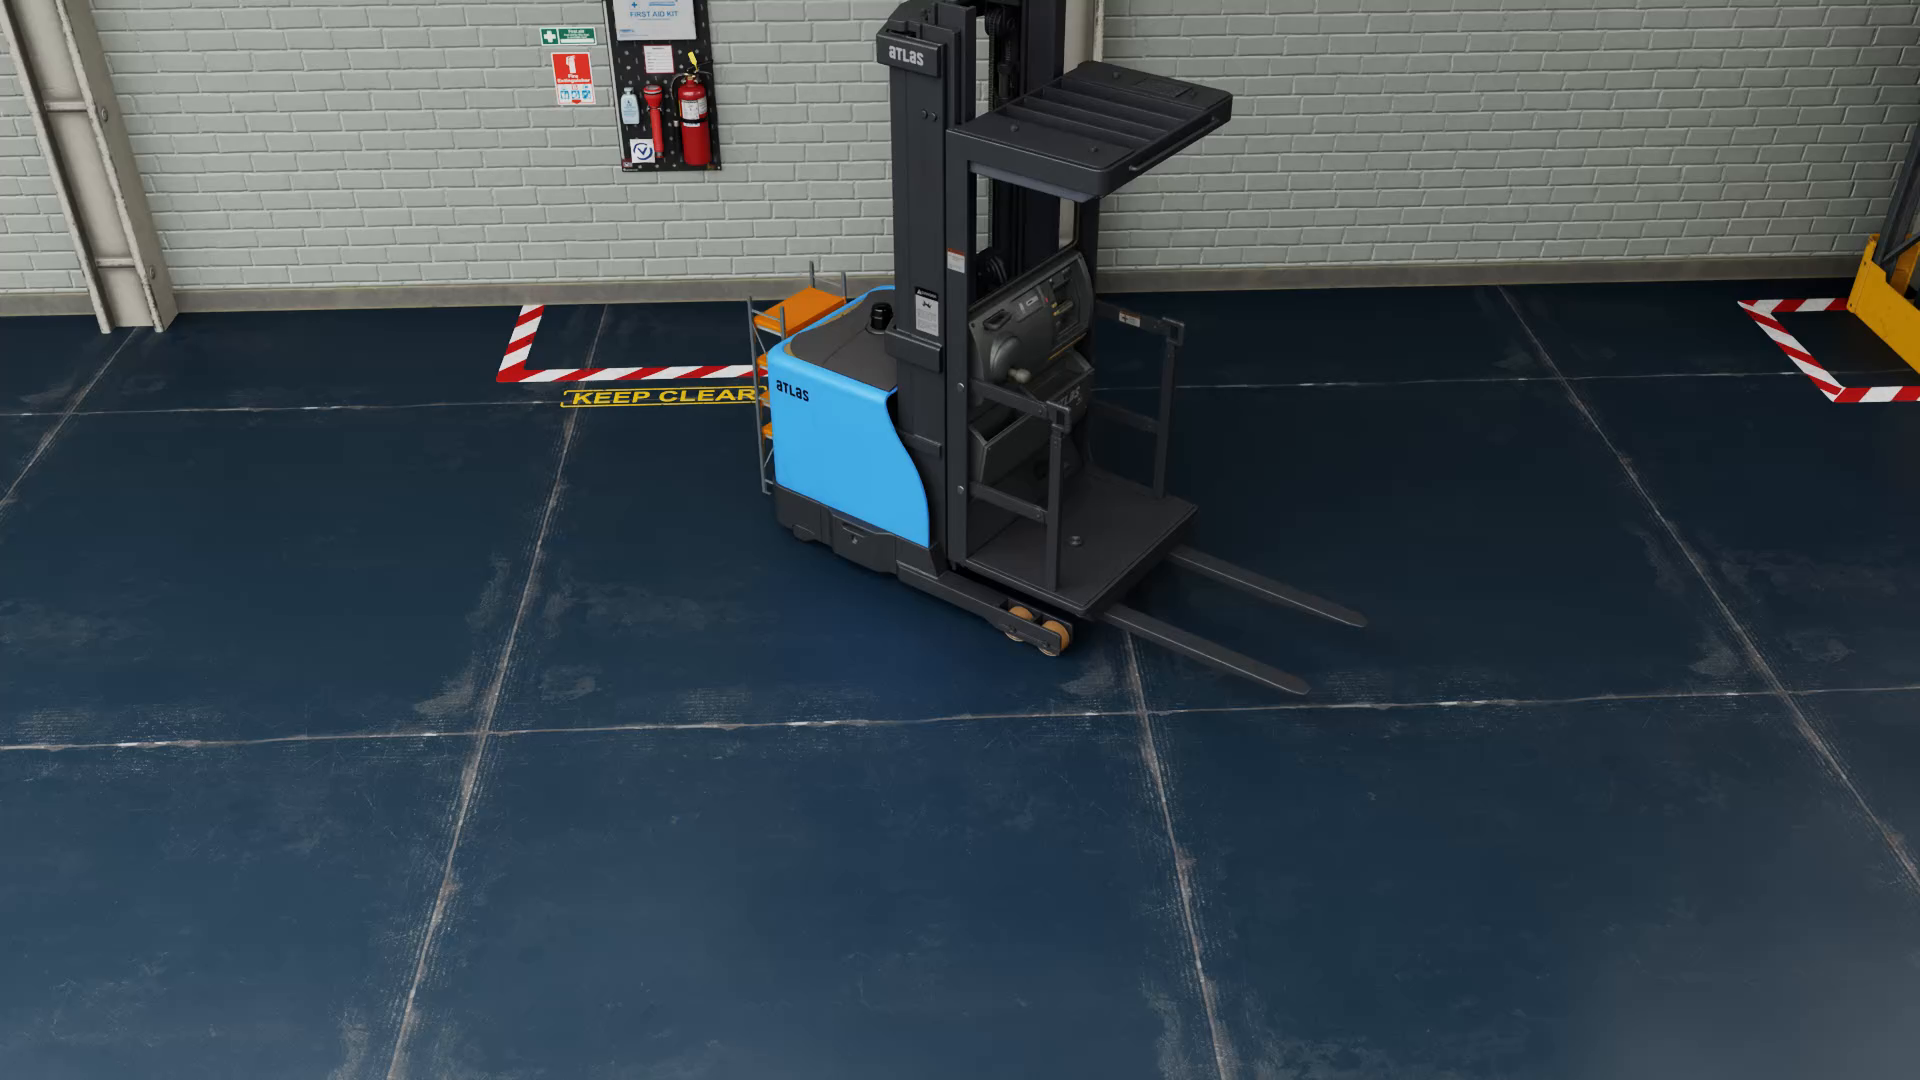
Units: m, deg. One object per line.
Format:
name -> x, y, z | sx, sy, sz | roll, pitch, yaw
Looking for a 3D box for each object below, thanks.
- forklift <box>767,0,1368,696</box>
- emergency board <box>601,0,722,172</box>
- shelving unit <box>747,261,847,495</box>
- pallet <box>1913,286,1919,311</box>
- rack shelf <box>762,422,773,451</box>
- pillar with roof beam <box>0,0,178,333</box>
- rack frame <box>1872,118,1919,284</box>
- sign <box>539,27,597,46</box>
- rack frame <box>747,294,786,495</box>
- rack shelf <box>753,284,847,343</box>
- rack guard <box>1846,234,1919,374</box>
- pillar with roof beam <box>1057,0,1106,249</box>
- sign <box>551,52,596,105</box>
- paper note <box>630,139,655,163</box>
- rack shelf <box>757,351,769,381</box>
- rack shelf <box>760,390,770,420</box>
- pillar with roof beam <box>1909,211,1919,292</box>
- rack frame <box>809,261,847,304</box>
forklift -> 0.509, -0.994, 7.646 | 3.031, 2.935, 1.130 | 23, 41, 29
emergency board -> -1.817, -2.775, 10.160 | 0.643, 1.169, 0.194 | -2, 35, -2
shelving unit -> -0.843, -0.832, 8.935 | 0.258, 1.200, 0.503 | 23, 41, 29
pallet -> 6.877, -1.328, 10.520 | 1.213, 0.211, 1.003 | -2, 35, -2
rack shelf -> -0.843, -0.614, 9.086 | 0.258, 0.148, 0.480 | 23, 41, 29
pillar with roof beam -> -5.136, -2.678, 4.748 | 0.400, 9.000, 9.100 | -2, 35, -2
rack frame -> 5.988, -2.471, 9.721 | 0.127, 3.000, 1.000 | -2, 35, -2
sign -> -2.369, -3.046, 10.055 | 0.331, 0.109, 0.001 | -2, 35, -2
rack frame -> -0.987, -0.720, 8.773 | 0.240, 1.200, 0.015 | 23, 41, 29
rack shelf -> -0.843, -1.156, 8.711 | 0.258, 0.148, 0.480 | 23, 41, 29
rack guard -> 6.064, -1.445, 10.435 | 0.348, 0.500, 1.175 | -2, 35, -2
pillar with roof beam -> 0.857, -2.840, 4.982 | 0.400, 9.000, 9.100 | -2, 35, -2
sign -> -2.374, -2.833, 10.213 | 0.234, 0.329, 0.001 | -2, 35, -2
paper note -> -1.997, -2.447, 10.461 | 0.142, 0.148, 0.016 | -2, 35, -2
rack shelf -> -0.843, -0.961, 8.846 | 0.258, 0.148, 0.480 | 23, 41, 29
rack shelf -> -0.843, -0.777, 8.973 | 0.258, 0.148, 0.480 | 23, 41, 29
pillar with roof beam -> 6.850, -3.001, 5.215 | 0.400, 9.000, 9.100 | -2, 35, -2
rack frame -> -0.699, -0.945, 9.097 | 0.240, 1.200, 0.015 | 23, 41, 29
